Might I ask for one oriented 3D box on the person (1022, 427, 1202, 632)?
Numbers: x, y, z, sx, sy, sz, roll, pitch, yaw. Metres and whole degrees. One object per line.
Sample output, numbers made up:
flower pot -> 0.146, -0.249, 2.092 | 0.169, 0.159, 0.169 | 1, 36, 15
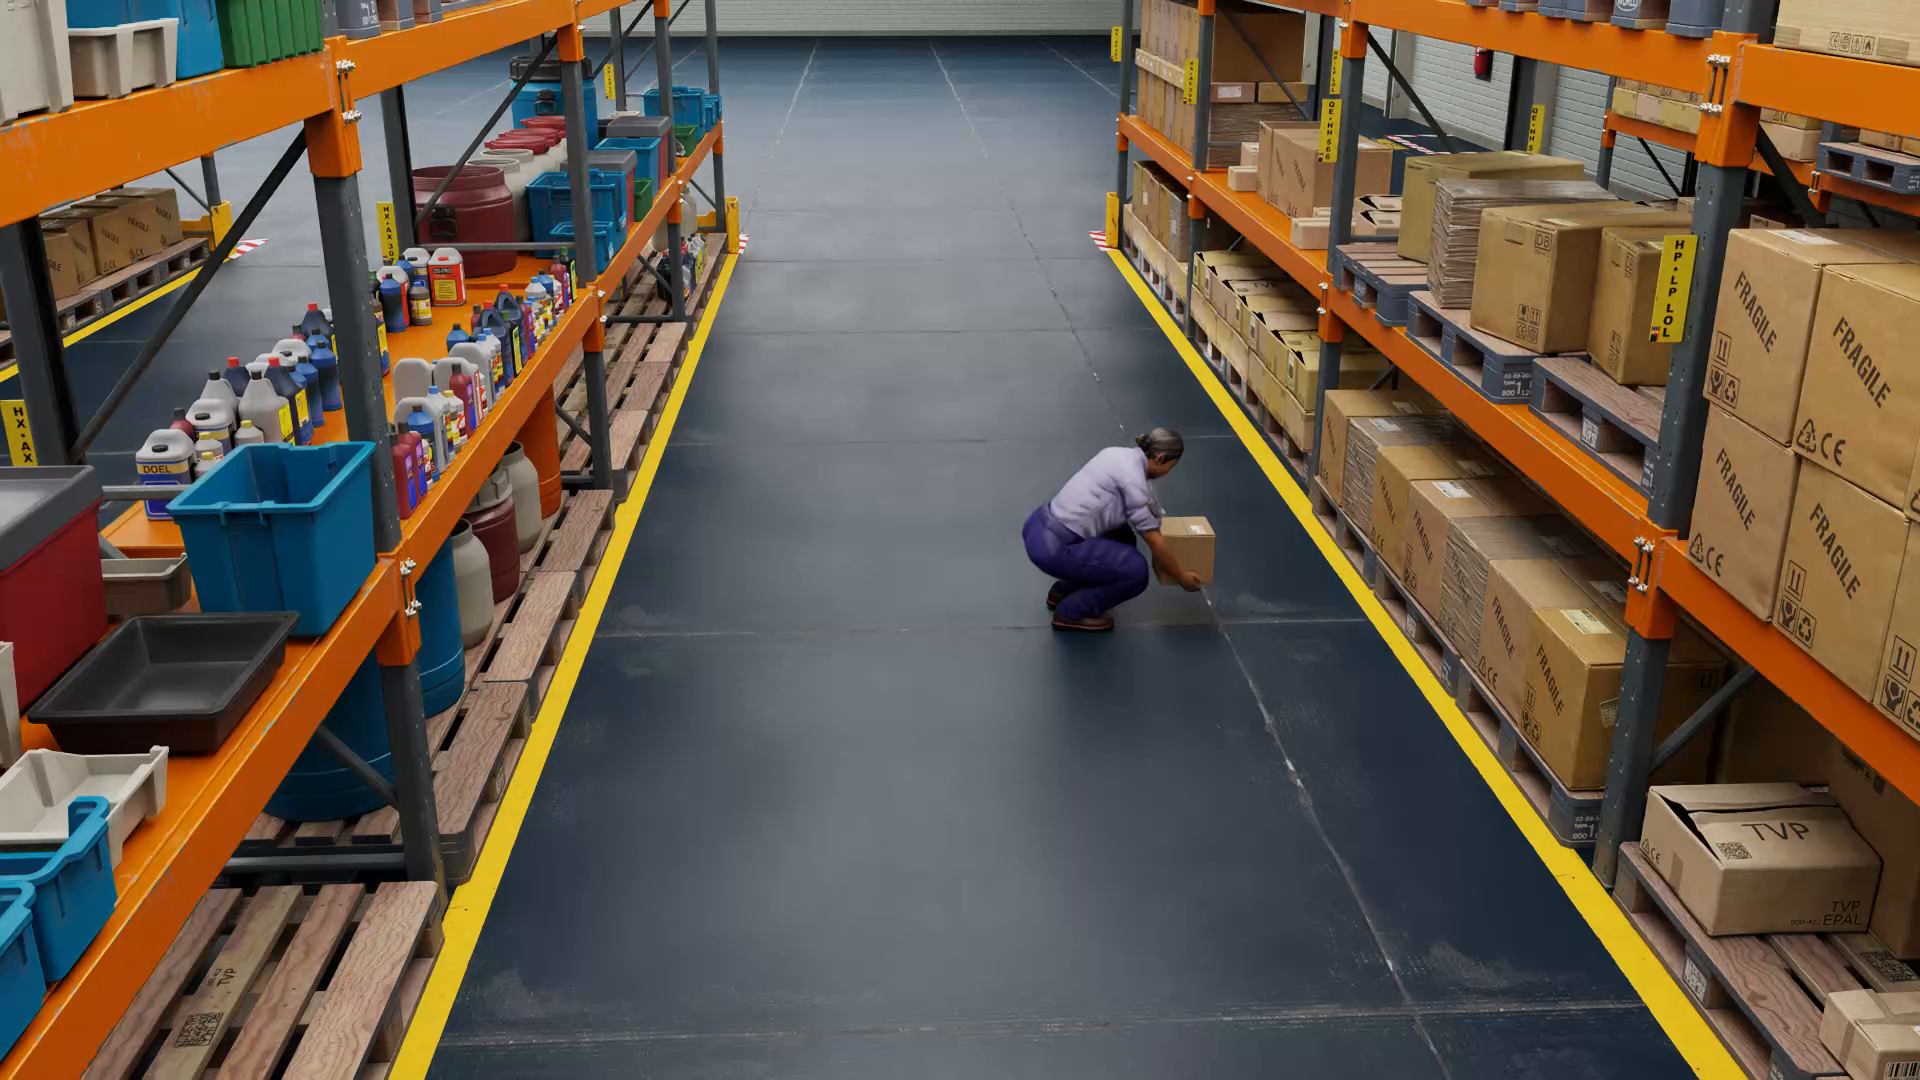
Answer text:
person -> 0.714, -0.065, 7.829 | 0.837, 0.919, 0.529 | -1, 21, -3
